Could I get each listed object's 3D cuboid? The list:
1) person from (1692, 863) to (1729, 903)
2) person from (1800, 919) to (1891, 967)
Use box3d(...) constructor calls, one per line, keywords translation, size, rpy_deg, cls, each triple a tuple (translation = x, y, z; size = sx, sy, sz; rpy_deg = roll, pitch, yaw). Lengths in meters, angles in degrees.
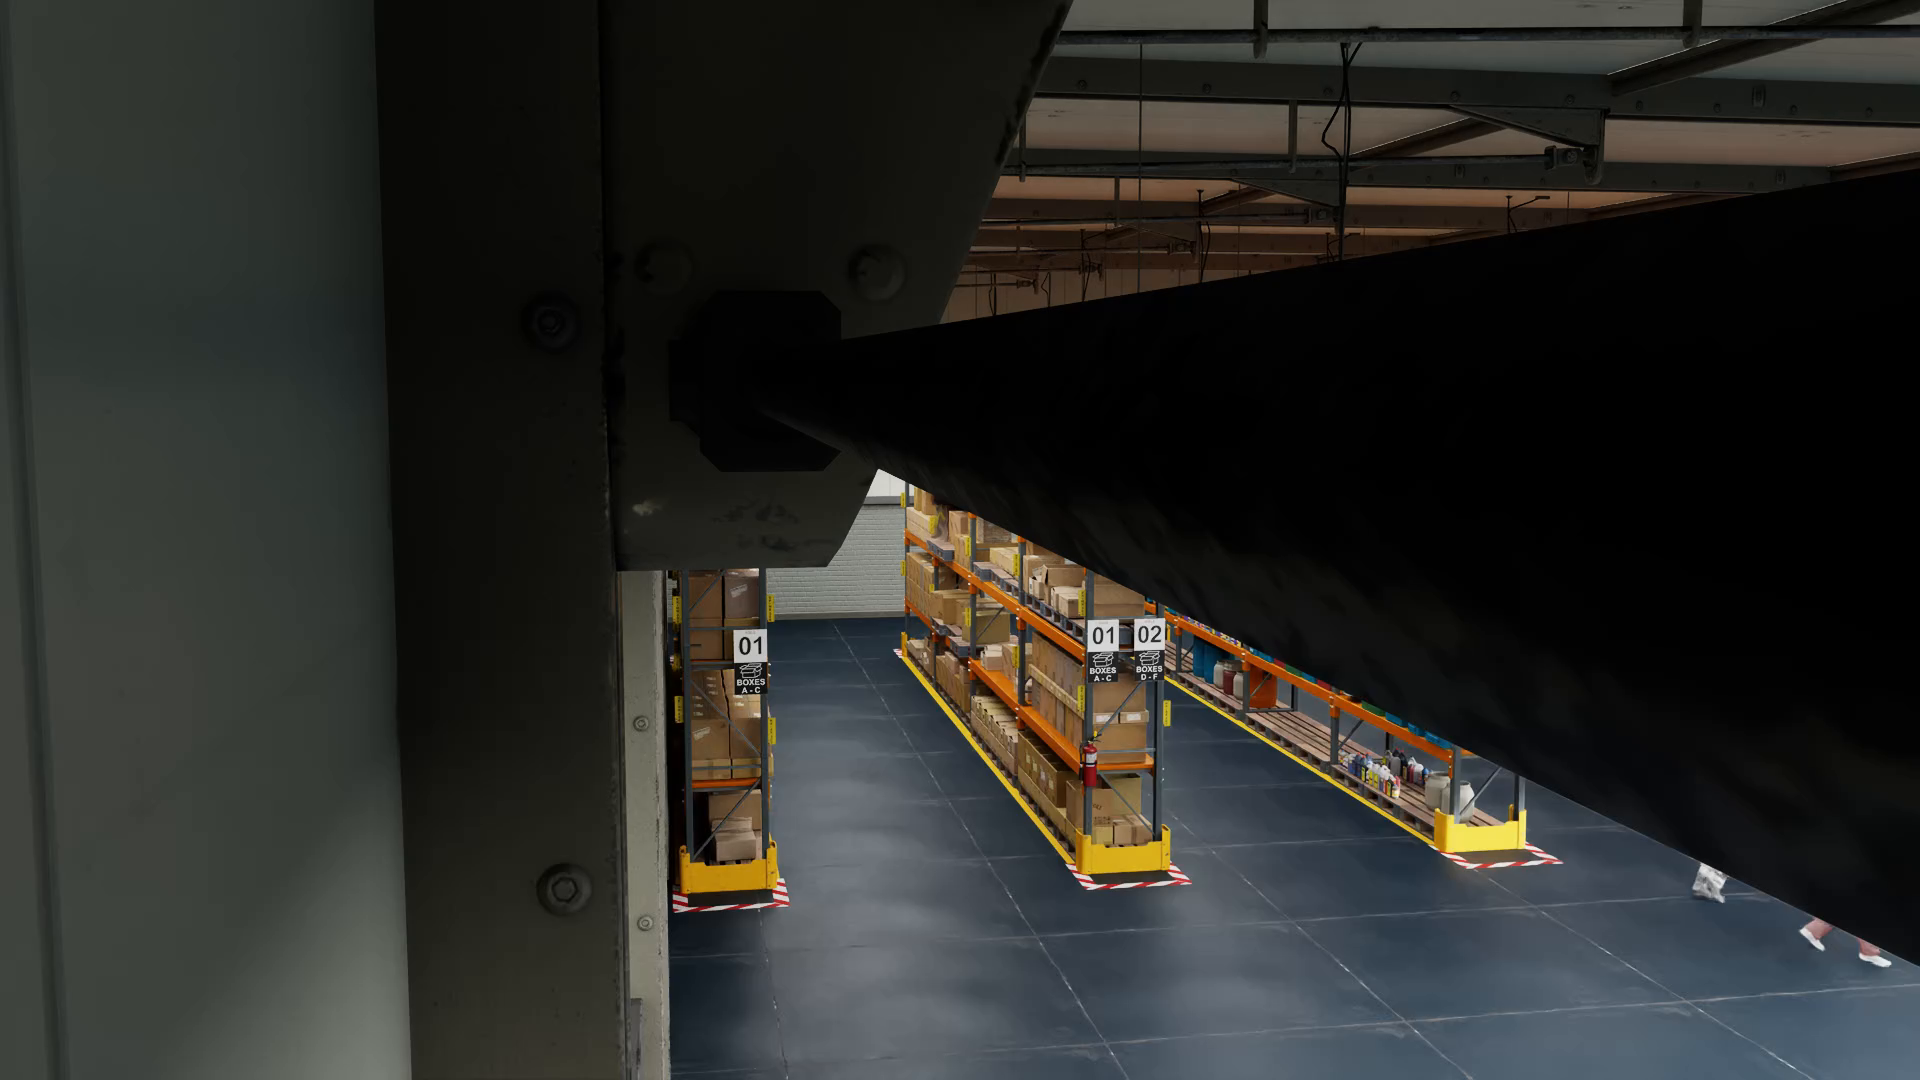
box3d(translation=(9.087, 3.406, 19.732), size=(0.667, 1.770, 0.624), rpy_deg=(2, 6, 20), cls="person")
box3d(translation=(9.469, 3.666, 17.728), size=(0.891, 1.681, 0.564), rpy_deg=(2, 6, 19), cls="person")
